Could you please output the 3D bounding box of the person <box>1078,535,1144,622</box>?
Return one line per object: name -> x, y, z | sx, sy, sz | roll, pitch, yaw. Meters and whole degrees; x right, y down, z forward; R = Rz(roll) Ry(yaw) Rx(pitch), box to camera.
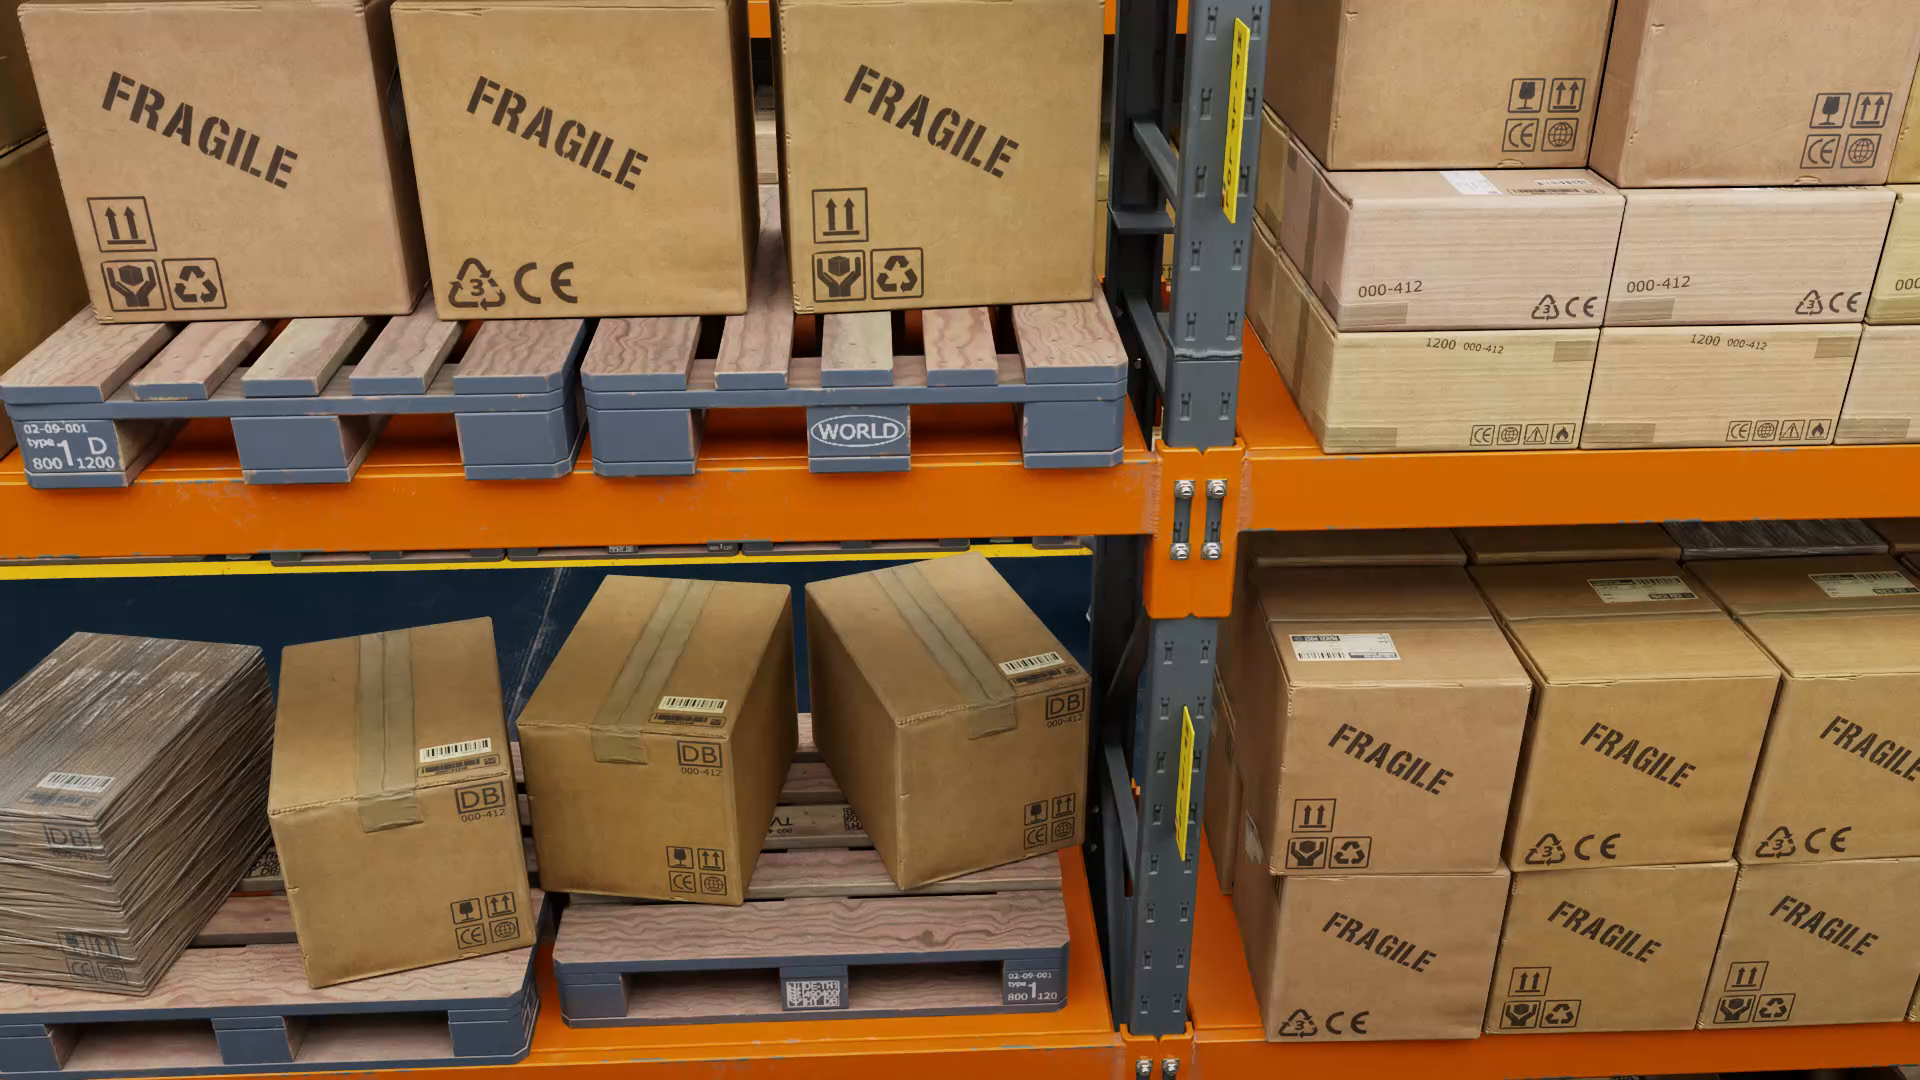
person -> 0.931, 0.059, 7.850 | 0.904, 0.881, 0.468 | -3, 28, -5
